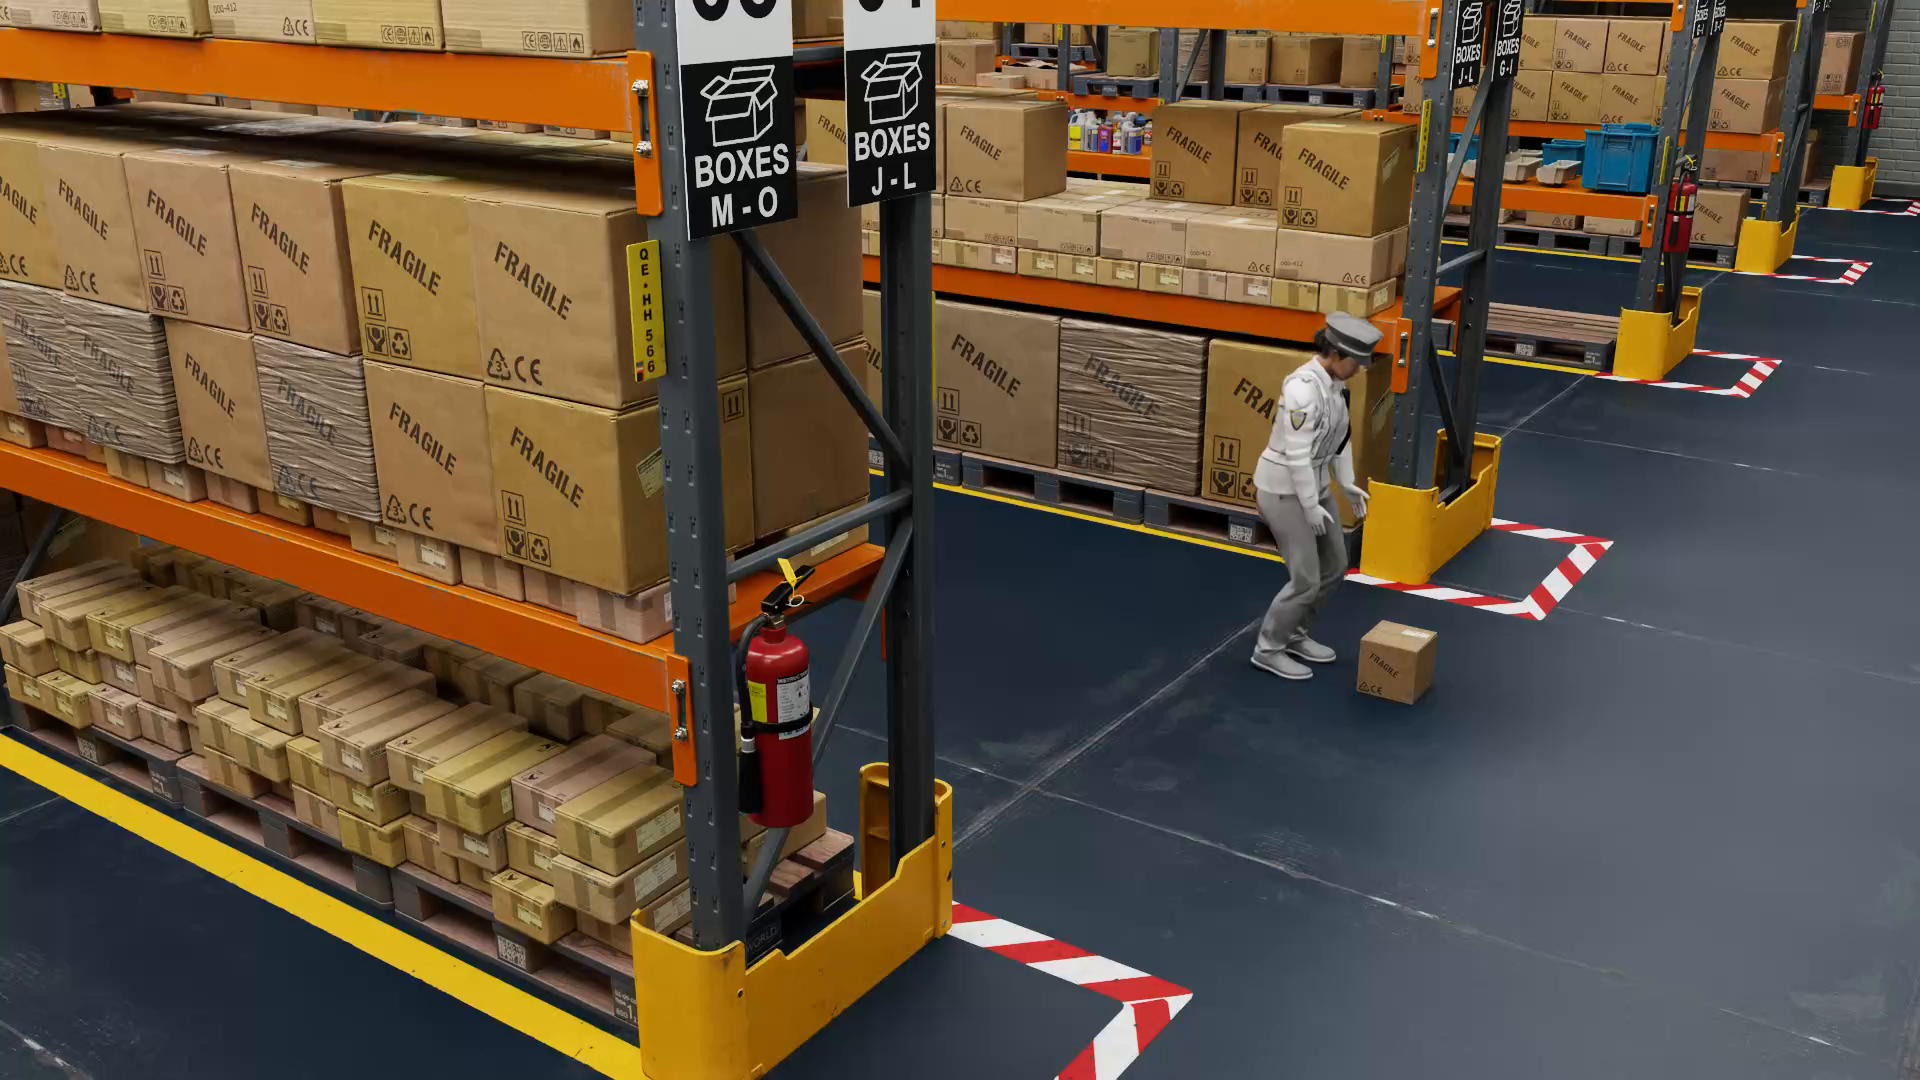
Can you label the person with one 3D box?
[{"bbox_3d":[1.537,-0.196,7.221,0.485,1.604,0.508,14,24,33],"label":"person"}]
